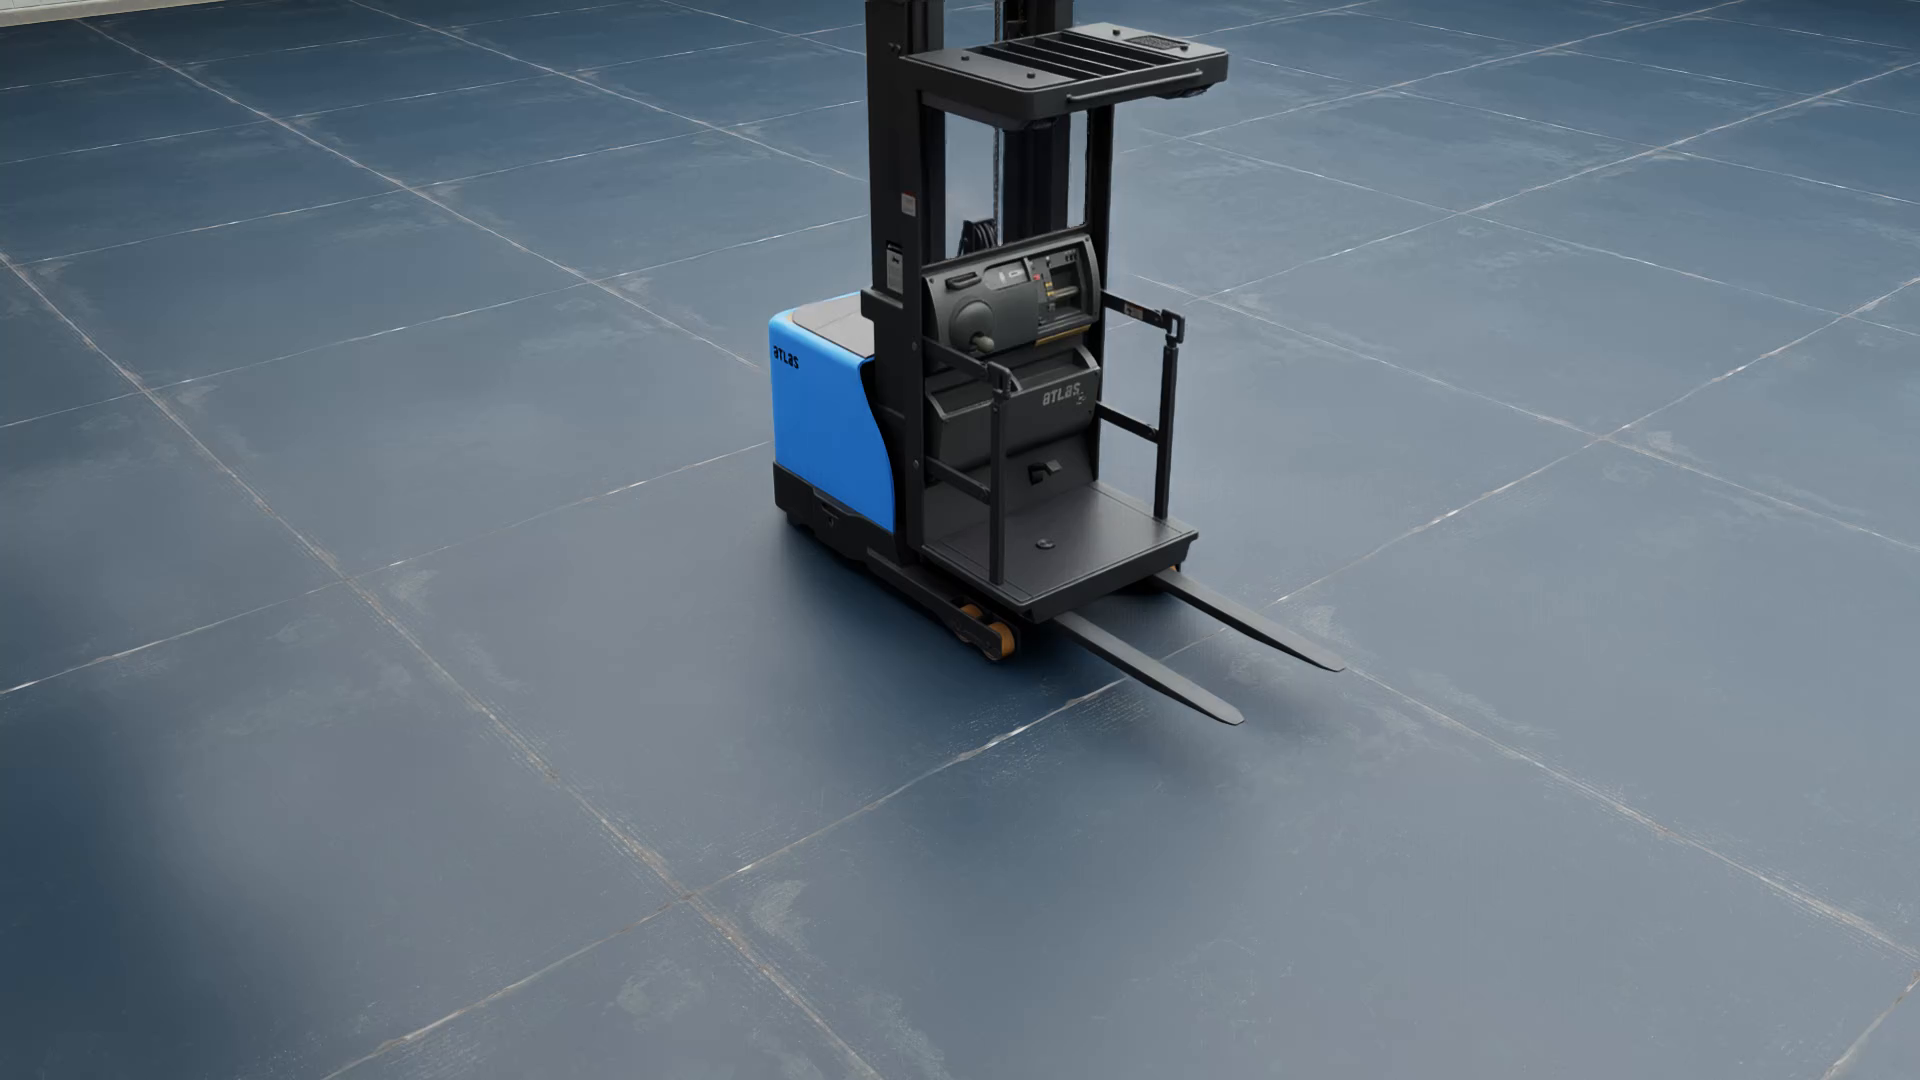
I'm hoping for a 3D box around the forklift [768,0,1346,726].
[{"bbox_3d":[0.374,-1.033,7.074,1.130,2.935,3.031,-21,34,-34],"label":"forklift"}]
